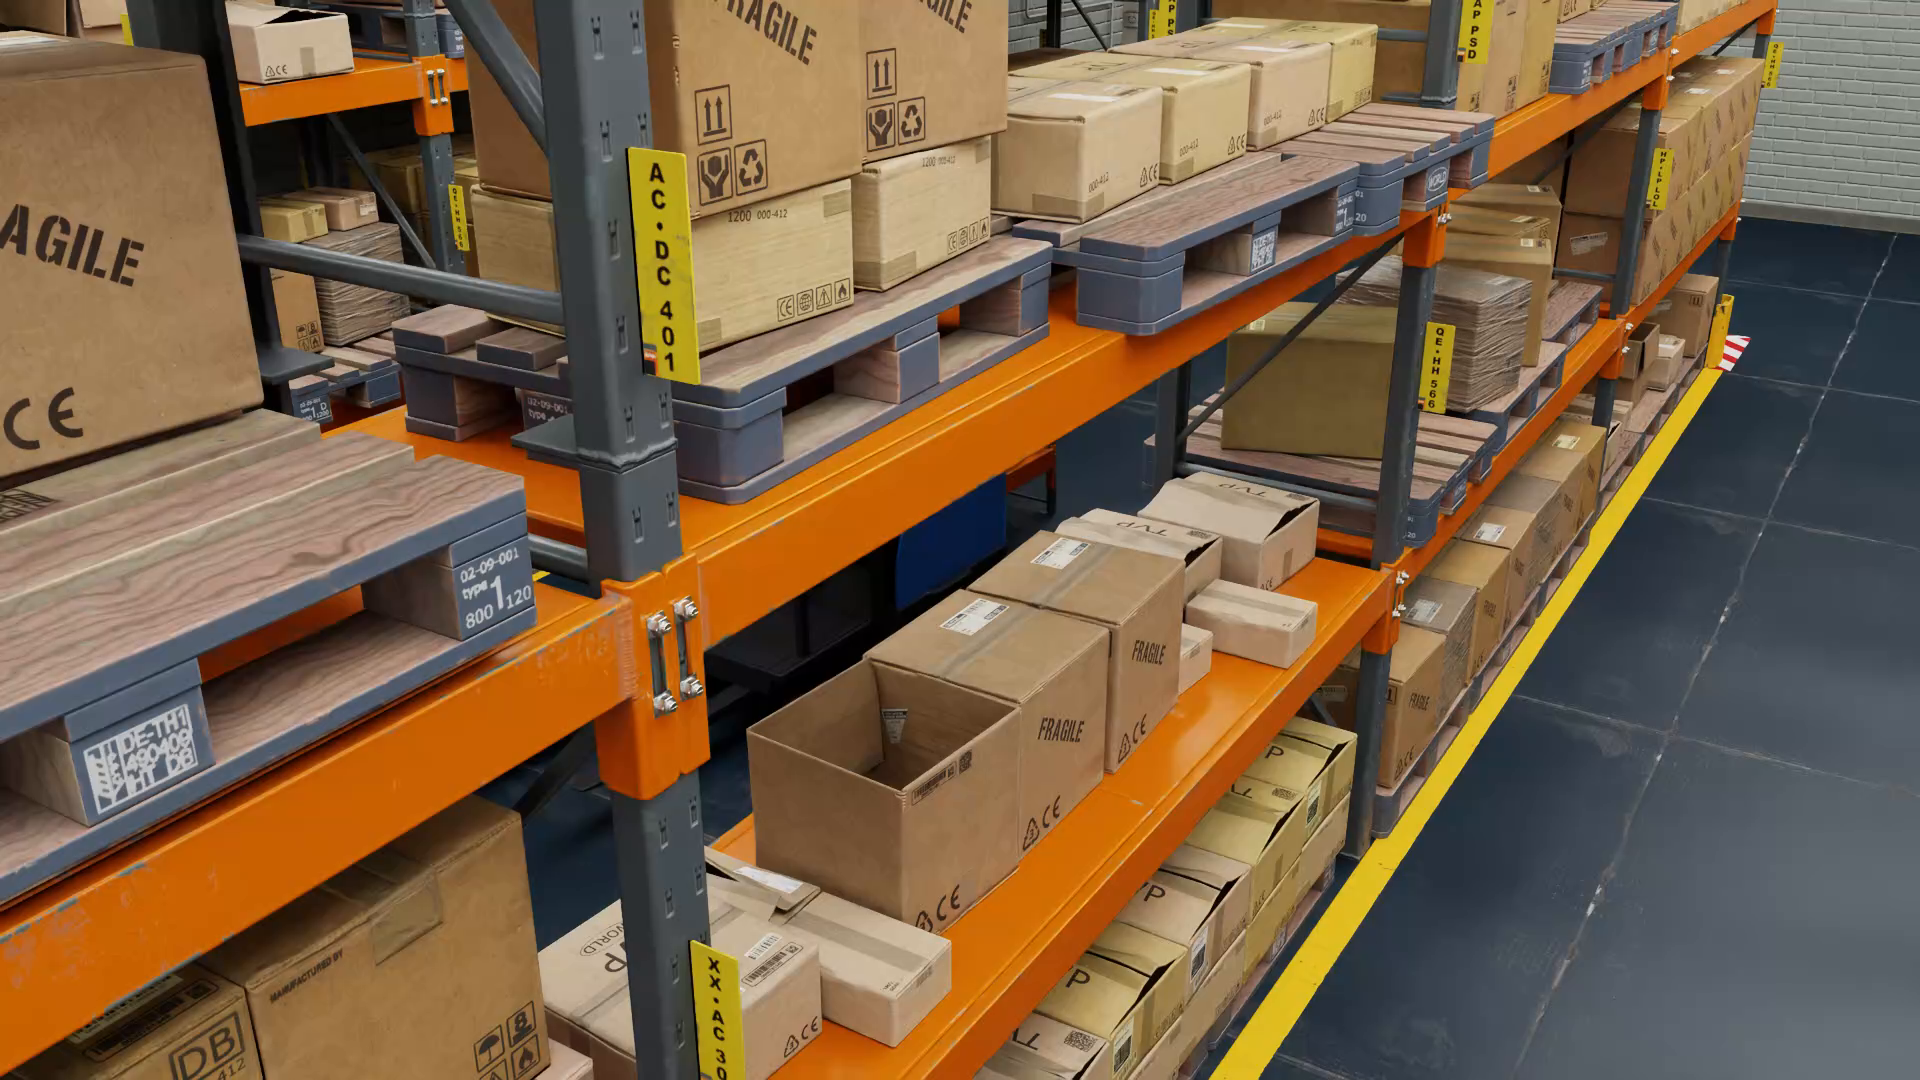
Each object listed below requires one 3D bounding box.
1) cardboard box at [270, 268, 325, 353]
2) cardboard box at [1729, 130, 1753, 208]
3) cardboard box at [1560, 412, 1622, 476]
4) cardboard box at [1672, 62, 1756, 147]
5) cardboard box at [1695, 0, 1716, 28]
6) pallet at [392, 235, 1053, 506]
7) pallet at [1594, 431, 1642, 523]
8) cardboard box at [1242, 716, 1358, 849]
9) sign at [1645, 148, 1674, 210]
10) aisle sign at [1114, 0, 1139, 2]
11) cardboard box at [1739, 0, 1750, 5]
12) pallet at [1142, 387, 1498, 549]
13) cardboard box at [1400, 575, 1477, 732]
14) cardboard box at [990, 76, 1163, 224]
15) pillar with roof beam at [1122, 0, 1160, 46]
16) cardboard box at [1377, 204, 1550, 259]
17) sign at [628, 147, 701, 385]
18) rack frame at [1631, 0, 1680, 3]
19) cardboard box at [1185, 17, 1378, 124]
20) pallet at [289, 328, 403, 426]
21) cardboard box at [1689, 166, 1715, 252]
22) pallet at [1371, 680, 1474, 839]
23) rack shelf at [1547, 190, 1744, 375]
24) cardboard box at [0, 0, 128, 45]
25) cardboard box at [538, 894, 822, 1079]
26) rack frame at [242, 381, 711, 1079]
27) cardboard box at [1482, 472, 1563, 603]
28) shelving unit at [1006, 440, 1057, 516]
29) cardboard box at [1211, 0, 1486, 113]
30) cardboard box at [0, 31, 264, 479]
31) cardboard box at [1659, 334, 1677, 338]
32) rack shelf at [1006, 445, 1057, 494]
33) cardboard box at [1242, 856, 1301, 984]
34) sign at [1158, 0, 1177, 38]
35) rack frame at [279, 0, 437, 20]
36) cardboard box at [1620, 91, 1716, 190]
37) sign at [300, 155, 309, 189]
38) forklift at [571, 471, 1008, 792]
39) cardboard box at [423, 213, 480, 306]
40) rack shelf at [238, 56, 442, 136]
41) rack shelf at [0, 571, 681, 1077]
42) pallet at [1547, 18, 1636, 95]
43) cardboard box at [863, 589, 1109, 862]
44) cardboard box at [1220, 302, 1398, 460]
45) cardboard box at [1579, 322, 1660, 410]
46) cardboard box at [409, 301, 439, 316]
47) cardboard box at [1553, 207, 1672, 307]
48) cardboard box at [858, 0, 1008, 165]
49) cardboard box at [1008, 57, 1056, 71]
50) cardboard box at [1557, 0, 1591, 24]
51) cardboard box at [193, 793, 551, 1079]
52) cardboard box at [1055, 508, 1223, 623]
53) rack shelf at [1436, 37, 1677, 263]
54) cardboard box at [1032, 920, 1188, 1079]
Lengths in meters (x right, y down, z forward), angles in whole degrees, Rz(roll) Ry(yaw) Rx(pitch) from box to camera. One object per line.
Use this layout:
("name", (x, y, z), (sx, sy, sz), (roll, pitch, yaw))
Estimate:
("cardboard box", (-3.497, -1.125, 7.894), (0.700, 0.500, 0.500), (11, 26, 24))
("cardboard box", (5.440, -2.734, 12.163), (0.500, 0.500, 0.500), (15, 27, 31))
("cardboard box", (3.740, -0.610, 10.214), (0.500, 0.311, 0.500), (14, 27, 29))
("cardboard box", (5.178, -3.022, 11.571), (0.500, 0.500, 0.500), (15, 27, 30))
("cardboard box", (4.069, -3.134, 9.626), (0.500, 0.250, 0.500), (14, 27, 29))
("pallet", (-0.431, -0.435, 3.444), (0.805, 0.209, 1.217), (13, 26, 27))
("pallet", (3.698, -0.498, 10.634), (1.003, 0.211, 1.213), (14, 27, 29))
("cardboard box", (1.158, 0.844, 6.250), (0.500, 0.311, 0.500), (15, 27, 30))
("sign", (3.808, -1.962, 9.049), (0.100, 0.325, 0.005), (14, 27, 29))
("aisle sign", (1.527, -5.087, 14.453), (0.394, 0.787, 0.004), (14, 27, 29))
("cardboard box", (4.872, -3.637, 10.789), (0.500, 0.250, 0.500), (14, 27, 29))
("pallet", (1.523, -0.351, 7.027), (1.213, 0.211, 1.003), (14, 27, 29))
("cardboard box", (1.979, 0.478, 7.463), (0.500, 0.500, 0.500), (13, 27, 27))
("cardboard box", (0.176, -0.979, 4.120), (0.500, 0.250, 0.500), (11, 26, 25))
("pillar with roof beam", (5.581, -6.876, 14.307), (9.100, 9.000, 0.400), (14, 27, 29))
("cardboard box", (2.586, -1.426, 8.614), (0.700, 0.500, 0.500), (19, 30, 37))
("sign", (-0.413, -0.380, 2.326), (0.100, 0.325, 0.005), (14, 27, 29))
("rack frame", (3.335, -4.299, 8.353), (1.000, 3.000, 0.127), (14, 27, 29))
("cardboard box", (1.033, -1.531, 5.396), (0.500, 0.250, 0.500), (12, 26, 25))
("pallet", (-3.271, -0.882, 8.253), (1.213, 0.211, 1.003), (14, 27, 29))
("cardboard box", (4.635, -2.220, 10.978), (0.500, 0.500, 0.500), (13, 27, 28))
("pallet", (1.651, 0.840, 7.544), (1.003, 0.211, 1.213), (14, 27, 29))
("rack shelf", (4.390, -1.891, 11.247), (1.077, 0.370, 4.000), (14, 27, 29))
("cardboard box", (-3.748, -2.248, 7.235), (0.797, 0.503, 0.637), (18, 29, 36))
("cardboard box", (-0.662, 1.048, 3.743), (0.500, 0.250, 0.500), (16, 28, 32))
("rack frame", (-0.885, 1.154, 3.308), (1.000, 3.000, 0.127), (14, 27, 29))
("cardboard box", (2.785, -0.040, 8.659), (0.500, 0.500, 0.500), (14, 27, 30))
("shelving unit", (0.079, -0.554, 9.614), (0.538, 1.125, 1.048), (15, 28, 31))
("cardboard box", (1.426, -1.773, 6.167), (0.910, 0.500, 0.500), (14, 27, 29))
("cardboard box", (-1.375, -0.410, 2.316), (0.500, 0.500, 0.500), (16, 28, 33))
("cardboard box", (5.077, -1.445, 12.324), (0.380, 0.166, 0.250), (14, 27, 29))
("rack shelf", (0.079, -0.330, 9.711), (0.538, 0.278, 1.000), (15, 28, 31))
("cardboard box", (0.886, 1.277, 5.958), (0.500, 0.250, 0.500), (14, 27, 28))
("sign", (0.765, -1.924, 5.992), (0.100, 0.325, 0.005), (14, 27, 29))
("rack frame", (-2.985, -3.986, 7.630), (1.000, 3.000, 0.127), (14, 27, 29))
("cardboard box", (4.366, -2.498, 10.361), (0.500, 0.500, 0.500), (13, 27, 27))
("sign", (-3.459, -1.879, 8.858), (0.100, 0.325, 0.005), (14, 27, 29))
("forklift", (-0.981, -0.683, 7.638), (1.130, 2.935, 3.031), (15, 28, 31))
("cardboard box", (-2.512, -1.535, 8.994), (0.500, 0.500, 0.500), (15, 27, 30))
("rack shelf", (-4.040, -1.604, 6.809), (1.077, 0.370, 4.000), (14, 27, 29))
("rack shelf", (-1.940, 0.783, 1.296), (1.077, 0.370, 4.000), (14, 27, 29))
("pallet", (2.387, -2.280, 7.702), (1.213, 0.211, 1.003), (14, 27, 29))
("cardboard box", (0.076, 0.506, 4.680), (0.500, 0.500, 0.500), (14, 27, 29))
("cardboard box", (1.461, -0.671, 6.869), (0.700, 0.500, 0.500), (5, 24, 11))
("cardboard box", (4.322, -1.237, 11.421), (0.797, 0.503, 0.637), (14, 27, 29))
("cardboard box", (-3.031, -1.290, 9.245), (0.380, 0.149, 0.250), (14, 27, 30))
("cardboard box", (3.835, -1.707, 9.791), (0.500, 0.500, 0.500), (15, 27, 30))
("cardboard box", (-0.245, -1.087, 3.426), (0.500, 0.500, 0.500), (17, 29, 34))
("cardboard box", (0.600, -3.648, 14.024), (0.980, 0.700, 0.700), (14, 27, 29))
("cardboard box", (2.673, -2.822, 7.937), (0.600, 0.600, 0.600), (14, 27, 28))
("cardboard box", (-1.114, 0.664, 2.681), (0.700, 0.500, 0.500), (14, 27, 29))
("cardboard box", (0.589, 0.106, 5.841), (0.500, 0.311, 0.500), (14, 27, 28))
("rack shelf", (2.280, -1.917, 7.533), (1.077, 0.370, 4.000), (14, 27, 29))
("cardboard box", (0.354, 1.360, 5.060), (0.500, 0.311, 0.500), (15, 27, 30))
